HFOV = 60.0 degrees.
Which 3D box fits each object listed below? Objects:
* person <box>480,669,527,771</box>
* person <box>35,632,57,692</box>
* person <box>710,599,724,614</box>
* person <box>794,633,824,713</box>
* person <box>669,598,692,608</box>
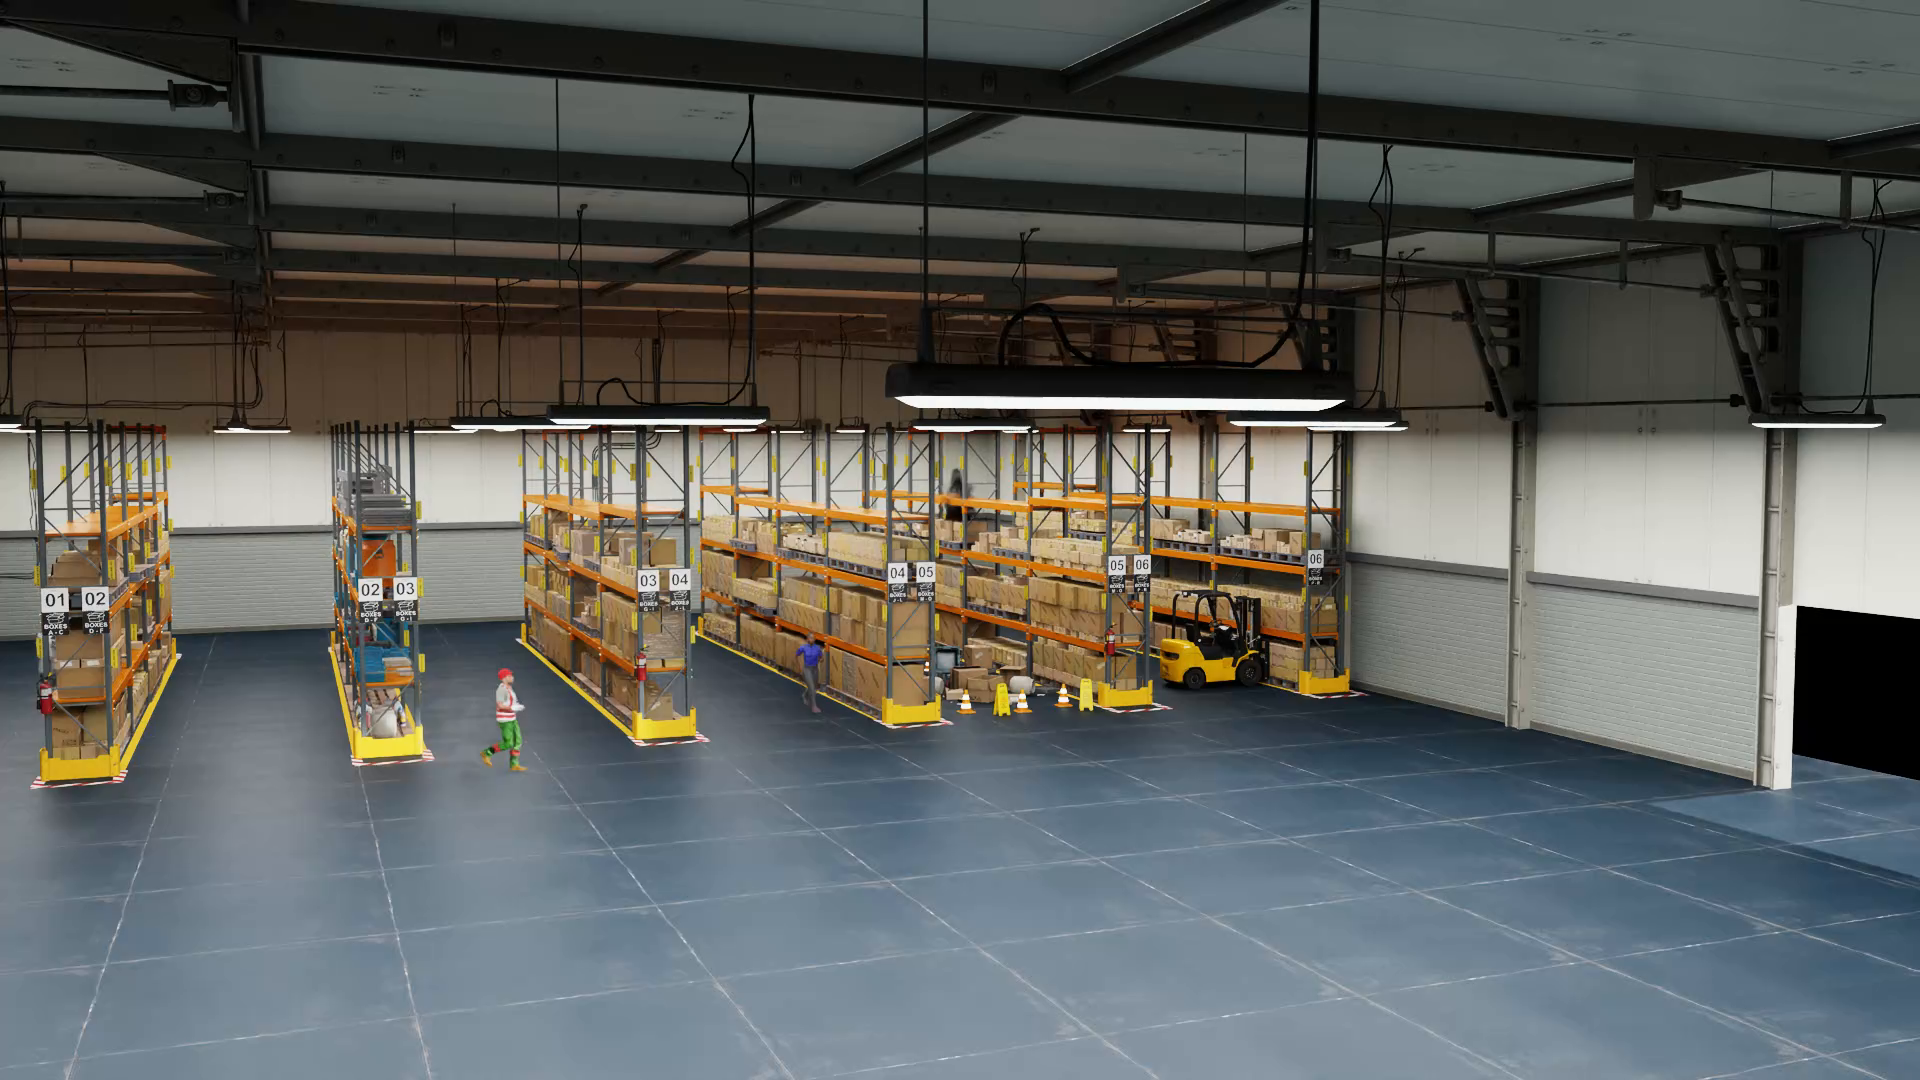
[{"bbox_3d":[-7.777,3.067,28.343,0.782,1.757,0.663,0,4,-1],"label":"person"},{"bbox_3d":[-20.138,2.596,36.787,0.601,1.724,0.728,-1,4,-19],"label":"person"},{"bbox_3d":[-7.283,1.751,49.684,0.616,1.734,0.981,3,5,44],"label":"person"},{"bbox_3d":[-3.113,2.732,34.515,0.578,1.635,0.846,-2,4,-31],"label":"person"},{"bbox_3d":[-7.500,2.086,44.576,0.627,1.745,0.721,-2,4,-29],"label":"person"}]
